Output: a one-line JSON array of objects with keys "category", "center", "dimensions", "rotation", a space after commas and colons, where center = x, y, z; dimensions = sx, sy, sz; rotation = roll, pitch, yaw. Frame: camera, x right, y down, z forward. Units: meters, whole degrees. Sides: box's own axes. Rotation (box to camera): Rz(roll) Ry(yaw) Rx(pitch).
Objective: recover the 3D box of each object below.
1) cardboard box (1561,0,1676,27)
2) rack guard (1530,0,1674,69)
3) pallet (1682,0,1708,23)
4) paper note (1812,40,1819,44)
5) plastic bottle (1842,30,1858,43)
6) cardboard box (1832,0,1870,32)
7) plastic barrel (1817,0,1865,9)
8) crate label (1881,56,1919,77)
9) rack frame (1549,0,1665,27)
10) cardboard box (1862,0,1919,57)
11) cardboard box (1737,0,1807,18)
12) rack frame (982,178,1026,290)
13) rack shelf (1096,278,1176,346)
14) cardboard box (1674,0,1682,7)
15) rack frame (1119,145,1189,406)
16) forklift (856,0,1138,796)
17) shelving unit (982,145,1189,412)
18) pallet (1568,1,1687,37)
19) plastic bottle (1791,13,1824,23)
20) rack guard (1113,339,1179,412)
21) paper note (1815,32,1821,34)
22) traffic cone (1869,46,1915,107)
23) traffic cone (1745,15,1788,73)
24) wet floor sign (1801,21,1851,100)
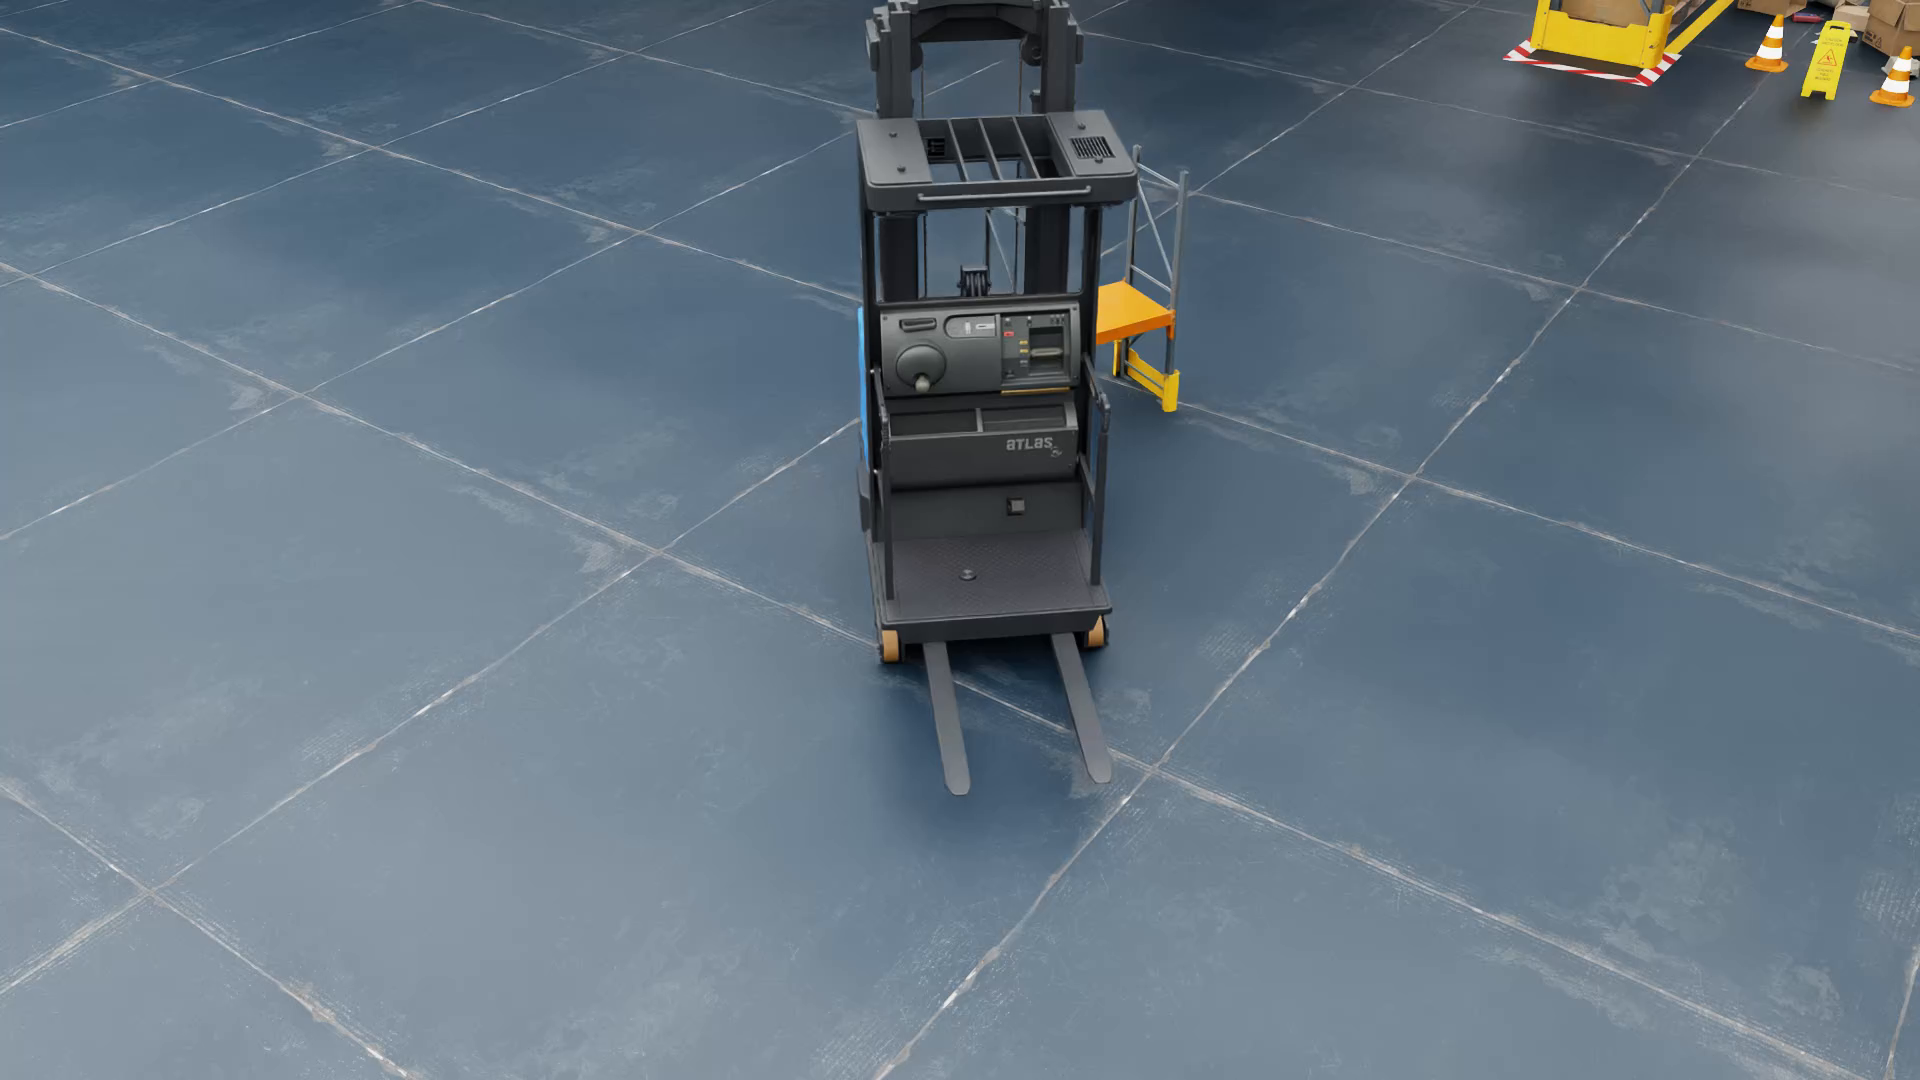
[{"category": "cardboard box", "center": [6.352, -5.483, 15.878], "dimensions": [0.875, 0.875, 0.875], "rotation": [21, 40, 28]}, {"category": "rack guard", "center": [6.006, -4.810, 15.592], "dimensions": [1.175, 0.500, 0.348], "rotation": [21, 39, 28]}, {"category": "pallet", "center": [7.107, -5.653, 17.097], "dimensions": [1.003, 0.211, 1.213], "rotation": [21, 39, 28]}, {"category": "paper note", "center": [8.285, -4.786, 15.977], "dimensions": [0.142, 0.017, 0.144], "rotation": [-22, 40, -29]}, {"category": "plastic bottle", "center": [8.595, -4.889, 16.100], "dimensions": [0.133, 0.061, 0.283], "rotation": [8, 35, 12]}, {"category": "cardboard box", "center": [8.833, -5.185, 16.356], "dimensions": [0.396, 0.266, 0.258], "rotation": [29, 44, 36]}, {"category": "plastic barrel", "center": [8.914, -5.618, 16.855], "dimensions": [0.421, 0.421, 0.512], "rotation": [-9, 35, -13]}, {"category": "crate label", "center": [8.621, -4.325, 15.200], "dimensions": [0.250, 0.136, 0.298], "rotation": [3, 34, 4]}, {"category": "rack frame", "center": [6.019, -5.856, 14.908], "dimensions": [1.000, 3.000, 0.127], "rotation": [21, 39, 28]}, {"category": "cardboard box", "center": [9.065, -4.905, 15.729], "dimensions": [0.797, 0.503, 0.637], "rotation": [-3, 34, -4]}, {"category": "cardboard box", "center": [8.258, -5.620, 16.788], "dimensions": [0.500, 0.500, 0.500], "rotation": [29, 44, 36]}, {"category": "rack frame", "center": [0.261, -1.258, 9.448], "dimensions": [0.032, 1.500, 0.500], "rotation": [-18, 38, -25]}, {"category": "rack shelf", "center": [0.700, -1.252, 9.759], "dimensions": [1.000, 0.185, 0.538], "rotation": [-18, 38, -25]}, {"category": "cardboard box", "center": [6.852, -5.889, 16.478], "dimensions": [0.875, 0.875, 0.875], "rotation": [21, 39, 27]}, {"category": "rack frame", "center": [1.140, -1.544, 9.870], "dimensions": [0.032, 1.500, 0.500], "rotation": [-18, 38, -25]}, {"category": "forklift", "center": [0.124, -0.827, 7.532], "dimensions": [1.130, 2.935, 3.031], "rotation": [-4, 34, -6]}, {"category": "shelving unit", "center": [0.708, -1.404, 9.662], "dimensions": [1.083, 1.500, 0.587], "rotation": [-18, 38, -25]}, {"category": "pallet", "center": [6.411, -5.094, 16.270], "dimensions": [1.003, 0.211, 1.213], "rotation": [21, 39, 28]}, {"category": "plastic bottle", "center": [8.443, -5.197, 16.556], "dimensions": [0.283, 0.061, 0.133], "rotation": [8, 35, 12]}, {"category": "rack guard", "center": [1.139, -1.026, 10.219], "dimensions": [0.087, 0.250, 0.587], "rotation": [-18, 38, -25]}, {"category": "paper note", "center": [8.400, -4.948, 16.233], "dimensions": [0.123, 0.001, 0.032], "rotation": [-15, 37, -21]}, {"category": "traffic cone", "center": [8.223, -4.079, 14.544], "dimensions": [0.336, 0.463, 0.334], "rotation": [21, 39, 28]}, {"category": "traffic cone", "center": [7.489, -4.596, 15.309], "dimensions": [0.336, 0.463, 0.334], "rotation": [21, 39, 28]}, {"category": "wet floor sign", "center": [7.630, -4.235, 14.612], "dimensions": [0.267, 0.644, 0.232], "rotation": [14, 37, 20]}]
